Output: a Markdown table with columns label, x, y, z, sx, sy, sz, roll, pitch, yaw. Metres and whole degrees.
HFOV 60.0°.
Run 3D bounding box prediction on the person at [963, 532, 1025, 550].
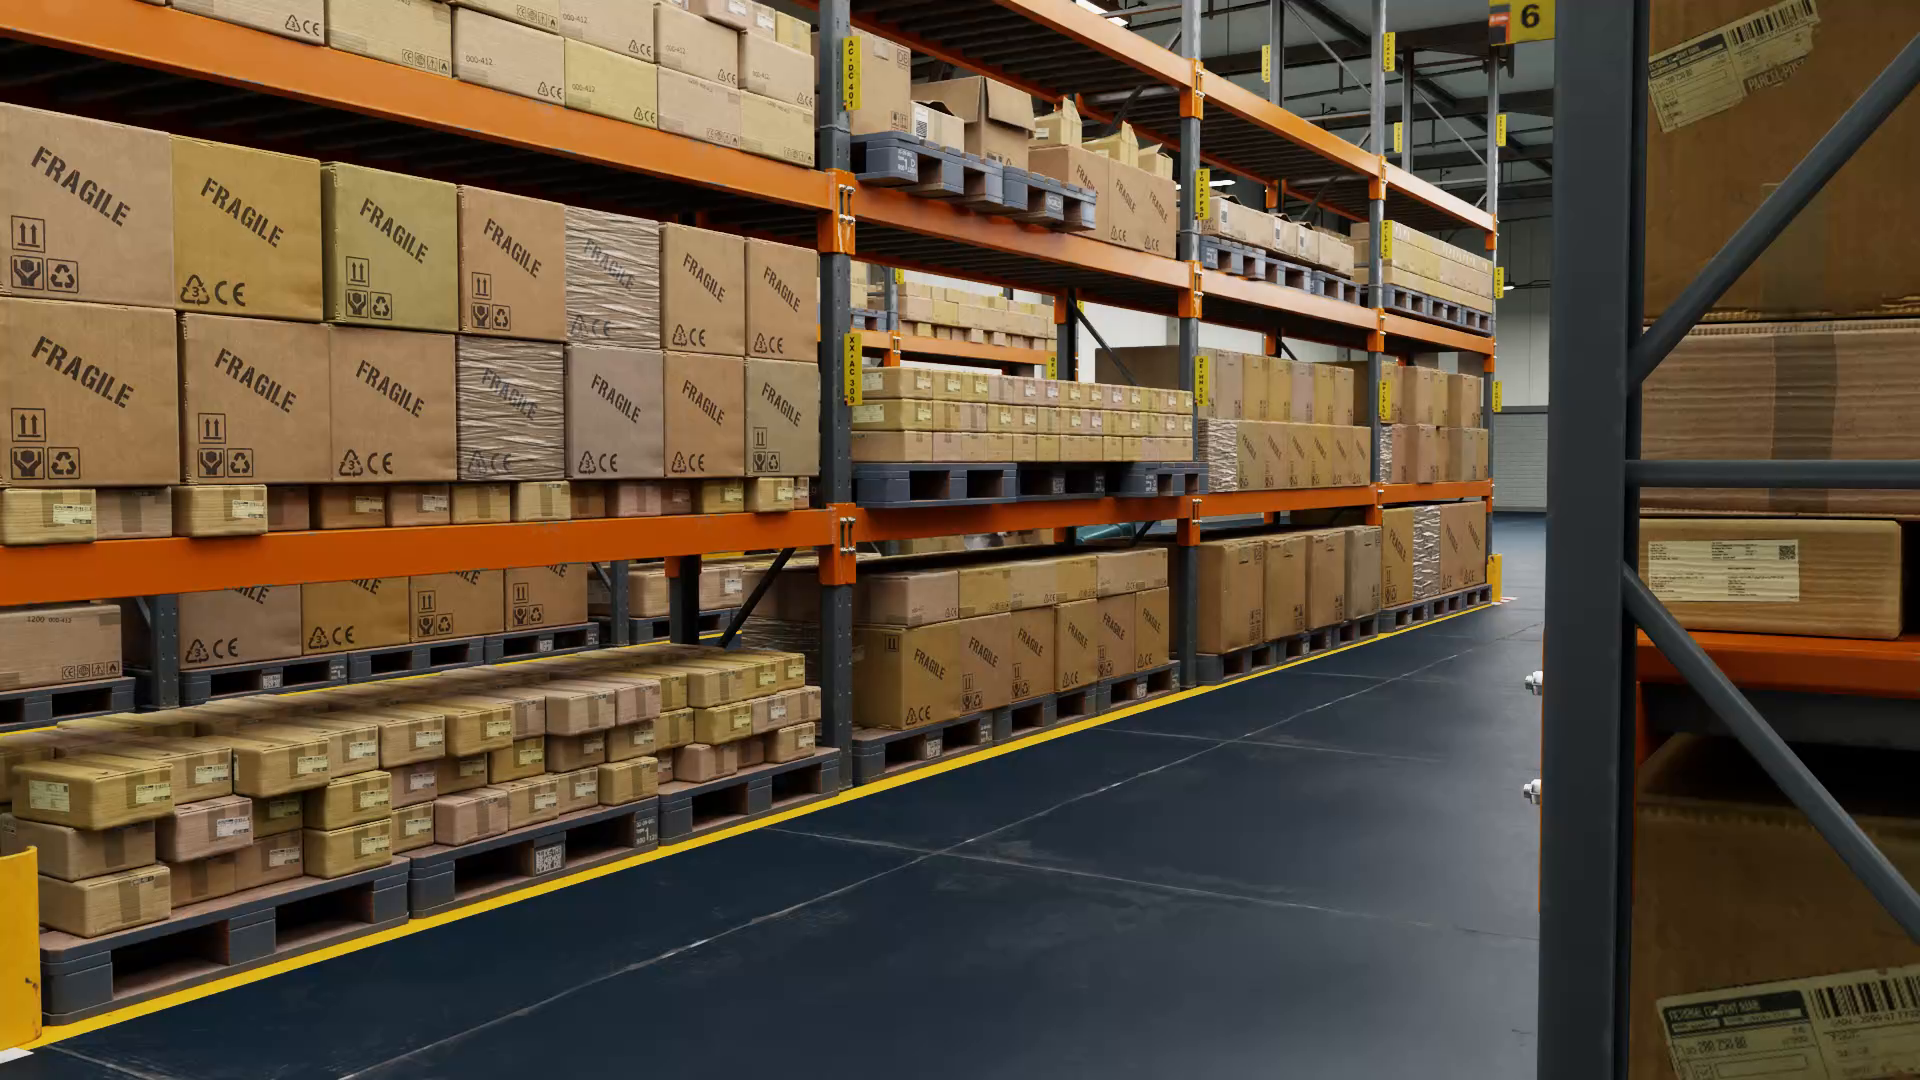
| label | x | y | z | sx | sy | sz | roll | pitch | yaw |
| --- | --- | --- | --- | --- | --- | --- | --- | --- | --- |
| person | 0.283 | -0.015 | 13.470 | 0.573 | 1.782 | 0.494 | 2 | 3 | 31 |
